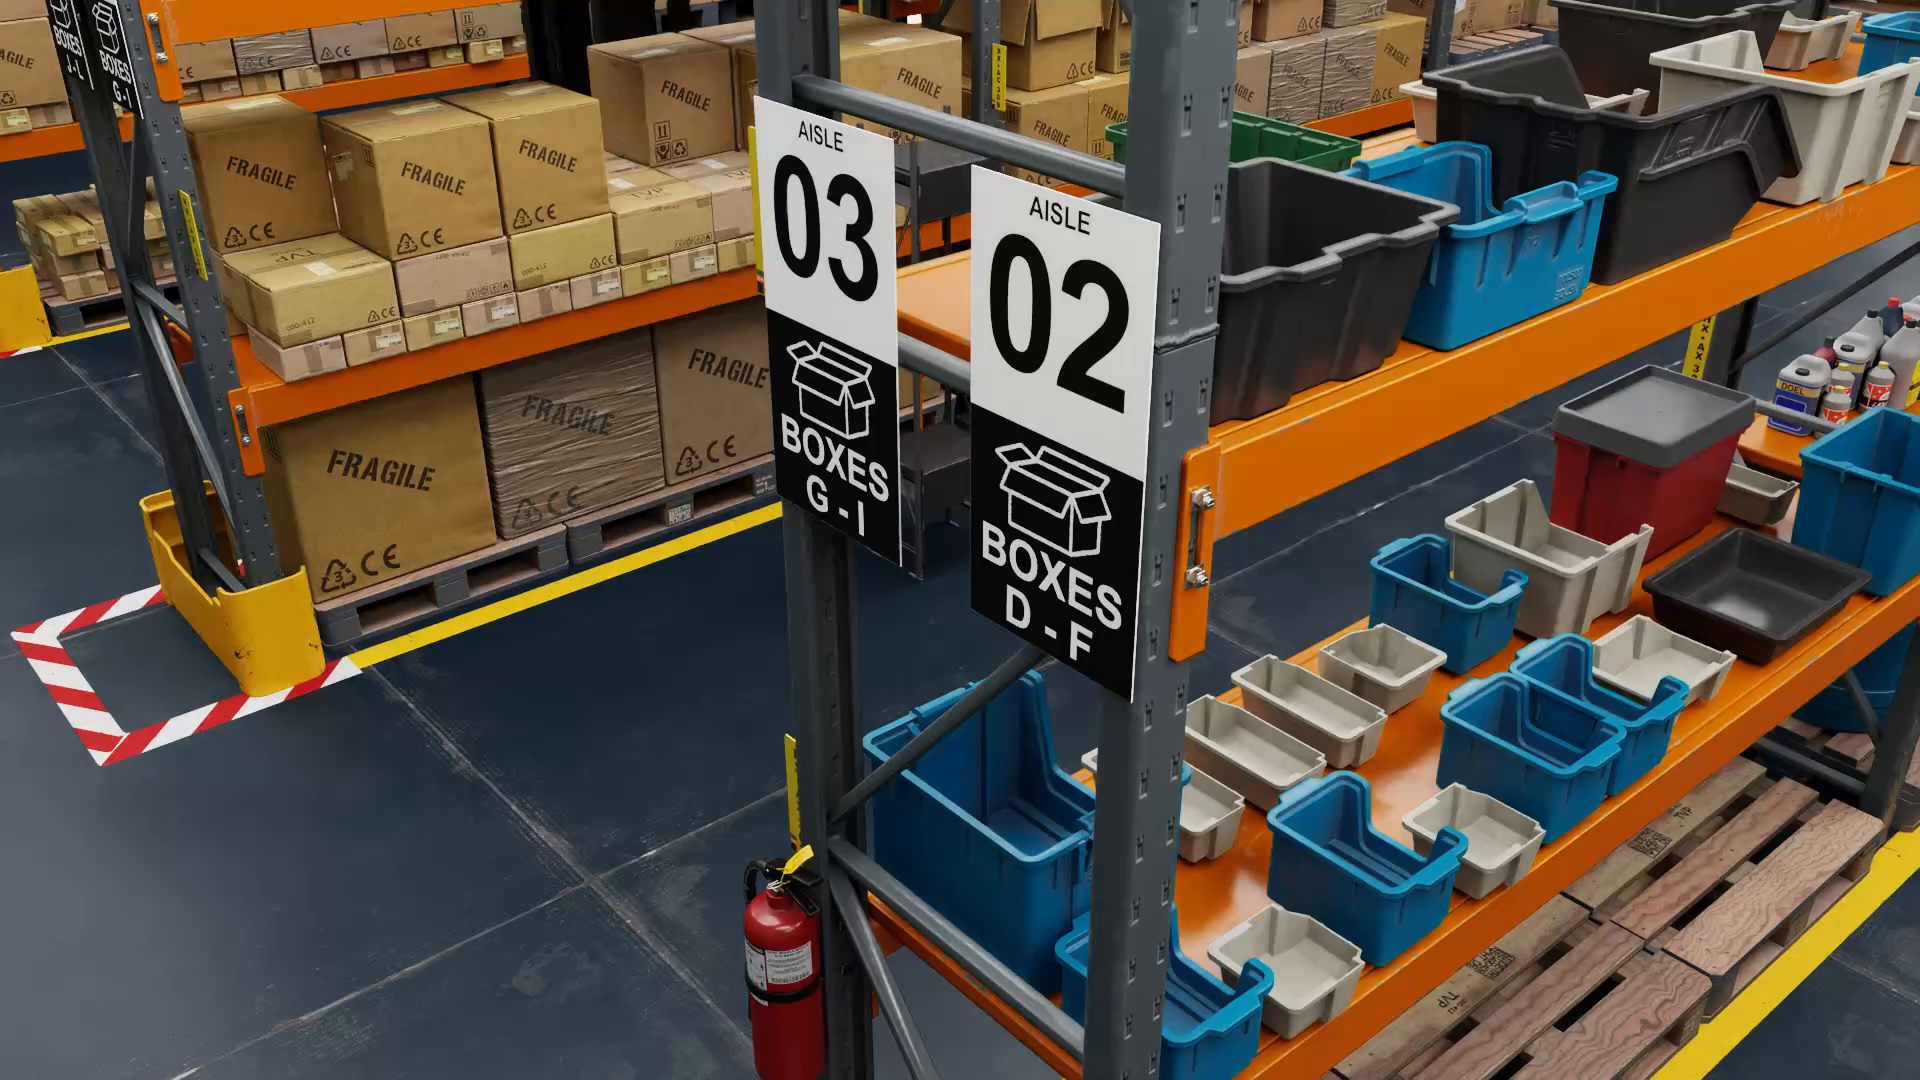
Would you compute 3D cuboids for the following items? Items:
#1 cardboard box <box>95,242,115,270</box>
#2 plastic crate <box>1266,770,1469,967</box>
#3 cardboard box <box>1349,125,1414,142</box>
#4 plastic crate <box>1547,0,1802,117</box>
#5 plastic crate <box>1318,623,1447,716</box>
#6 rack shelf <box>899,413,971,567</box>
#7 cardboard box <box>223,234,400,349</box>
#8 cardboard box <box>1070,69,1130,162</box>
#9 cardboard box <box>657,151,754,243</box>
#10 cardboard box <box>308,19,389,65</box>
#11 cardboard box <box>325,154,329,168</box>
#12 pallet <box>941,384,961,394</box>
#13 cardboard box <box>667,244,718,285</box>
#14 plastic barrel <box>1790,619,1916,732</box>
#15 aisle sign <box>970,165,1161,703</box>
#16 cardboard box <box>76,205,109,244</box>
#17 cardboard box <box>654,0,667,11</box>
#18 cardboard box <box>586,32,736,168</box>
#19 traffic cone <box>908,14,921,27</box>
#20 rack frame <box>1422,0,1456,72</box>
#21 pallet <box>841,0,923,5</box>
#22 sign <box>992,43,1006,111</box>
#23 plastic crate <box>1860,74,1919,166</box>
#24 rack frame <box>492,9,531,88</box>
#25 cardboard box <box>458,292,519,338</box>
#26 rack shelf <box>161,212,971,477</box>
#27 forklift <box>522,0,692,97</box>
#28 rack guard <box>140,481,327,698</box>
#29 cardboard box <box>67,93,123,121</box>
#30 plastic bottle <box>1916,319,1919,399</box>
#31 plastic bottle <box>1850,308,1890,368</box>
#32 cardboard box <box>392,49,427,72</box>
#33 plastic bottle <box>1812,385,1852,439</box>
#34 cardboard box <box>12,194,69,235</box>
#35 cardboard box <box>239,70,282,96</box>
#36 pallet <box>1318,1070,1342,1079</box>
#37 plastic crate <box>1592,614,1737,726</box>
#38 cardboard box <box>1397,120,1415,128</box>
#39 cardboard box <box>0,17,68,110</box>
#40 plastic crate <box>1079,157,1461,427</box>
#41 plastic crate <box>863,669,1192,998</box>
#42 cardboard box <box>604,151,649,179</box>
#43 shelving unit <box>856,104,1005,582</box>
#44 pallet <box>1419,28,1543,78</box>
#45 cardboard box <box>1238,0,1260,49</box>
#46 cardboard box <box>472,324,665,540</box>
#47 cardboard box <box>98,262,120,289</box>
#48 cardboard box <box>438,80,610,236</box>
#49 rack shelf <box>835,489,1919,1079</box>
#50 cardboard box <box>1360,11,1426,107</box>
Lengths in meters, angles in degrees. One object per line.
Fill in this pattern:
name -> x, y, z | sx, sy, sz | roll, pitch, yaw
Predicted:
cardboard box -> -5.538, -1.916, 10.916 | 0.250, 0.149, 0.380 | -22, 35, -35
plastic crate -> 0.911, 0.749, 3.780 | 0.300, 0.233, 0.416 | -22, 35, -35
cardboard box -> 2.342, -2.407, 11.381 | 0.875, 0.875, 1.225 | -24, 36, -37
plastic crate -> 1.929, -1.347, 4.544 | 0.590, 0.269, 0.497 | -22, 35, -35
plastic crate -> 1.151, 0.361, 4.608 | 0.250, 0.136, 0.298 | -22, 35, -35
rack shelf -> -0.126, -0.246, 7.997 | 0.480, 0.518, 0.431 | -22, 35, -35
cardboard box -> -2.666, -1.031, 6.839 | 0.500, 0.250, 0.500 | -23, 36, -36
cardboard box -> 0.731, -2.388, 9.431 | 0.500, 0.500, 0.500 | -22, 35, -35
cardboard box -> -1.109, -1.660, 8.017 | 0.500, 0.250, 0.500 | -21, 35, -34
cardboard box -> -4.265, -3.564, 11.316 | 0.500, 0.500, 0.500 | -22, 35, -35
cardboard box -> -4.694, -2.700, 12.068 | 0.250, 0.149, 0.380 | -24, 36, -37
pallet -> 0.375, -1.172, 10.220 | 1.213, 0.211, 1.003 | -22, 35, -35
cardboard box -> -1.354, -1.347, 7.854 | 0.250, 0.149, 0.380 | -21, 35, -34
plastic barrel -> 3.477, 0.217, 6.443 | 0.708, 0.901, 0.600 | -22, 35, -35
aisle sign -> 0.147, -0.158, 2.604 | 0.004, 0.787, 0.394 | -22, 35, -35
cardboard box -> -5.598, -2.081, 10.910 | 0.250, 0.149, 0.380 | -21, 35, -34
cardboard box -> -2.307, -4.141, 12.636 | 0.250, 0.149, 0.380 | -22, 35, -35
cardboard box -> -1.466, -2.171, 8.179 | 0.500, 0.500, 0.500 | -23, 36, -36
traffic cone -> -0.544, -6.140, 19.248 | 0.334, 0.463, 0.336 | -22, 35, -35
rack frame -> 2.880, -3.363, 11.360 | 0.127, 3.000, 1.000 | -22, 35, -35
pallet -> -0.735, -4.831, 14.312 | 1.003, 0.211, 1.213 | -22, 35, -35
sign -> 0.198, -2.357, 8.476 | 0.005, 0.325, 0.100 | -22, 35, -35
plastic crate -> 2.331, -1.044, 4.119 | 0.466, 0.136, 0.293 | -22, 35, -35
rack frame -> -3.305, -3.949, 12.456 | 0.127, 3.000, 1.000 | -22, 35, -35
cardboard box -> -2.135, -1.033, 7.266 | 0.250, 0.149, 0.380 | -23, 35, -36
rack shelf -> -1.684, -1.210, 8.095 | 4.000, 0.370, 1.077 | -22, 35, -35
forklift -> -1.728, -2.611, 10.025 | 3.031, 2.935, 1.130 | -24, 37, -38
rack guard -> -3.224, 0.194, 7.356 | 0.348, 0.500, 1.175 | -22, 35, -35
cardboard box -> -5.483, -2.751, 10.483 | 0.250, 0.149, 0.380 | -23, 36, -36
plastic bottle -> 3.773, -0.745, 6.514 | 0.185, 0.351, 0.144 | -22, 35, -35
plastic bottle -> 3.539, -0.740, 6.505 | 0.185, 0.351, 0.144 | -22, 35, -35
cardboard box -> -3.979, -3.434, 11.760 | 0.250, 0.149, 0.380 | -23, 36, -36
plastic bottle -> 3.237, -0.473, 6.163 | 0.097, 0.201, 0.097 | 0, 28, 0
cardboard box -> -6.110, -2.168, 11.072 | 0.250, 0.149, 0.380 | -21, 35, -34
cardboard box -> -4.735, -3.091, 11.118 | 0.250, 0.149, 0.380 | -20, 34, -33
pallet -> 0.661, 1.852, 4.561 | 1.213, 0.211, 1.003 | -22, 35, -35
plastic crate -> 1.922, 0.367, 4.597 | 0.466, 0.136, 0.293 | -22, 35, -35
cardboard box -> 3.370, -3.001, 12.072 | 0.500, 0.250, 0.500 | -20, 34, -33
cardboard box -> -5.827, -2.938, 10.144 | 0.500, 0.500, 0.500 | -20, 34, -33
plastic crate -> 0.483, -0.423, 2.815 | 0.590, 0.269, 0.497 | -22, 35, -35
plastic crate -> 0.142, 0.649, 3.752 | 0.499, 0.435, 0.616 | -22, 35, -35
cardboard box -> -1.843, -1.696, 8.084 | 0.500, 0.250, 0.500 | -22, 35, -35
shelving unit -> -0.126, -0.875, 7.660 | 0.503, 2.100, 0.431 | -22, 35, -35
pallet -> 3.353, -3.534, 11.885 | 1.003, 0.211, 1.213 | -22, 35, -35
cardboard box -> 1.310, -3.226, 9.933 | 0.637, 0.503, 0.797 | -21, 34, -33
cardboard box -> -2.079, -0.666, 8.123 | 0.875, 0.875, 0.875 | -22, 35, -35
cardboard box -> -5.596, -1.808, 11.029 | 0.250, 0.149, 0.380 | -22, 35, -35
cardboard box -> -1.895, -1.675, 7.250 | 0.500, 0.500, 0.500 | -23, 36, -36
rack shelf -> 1.530, 0.566, 4.772 | 4.000, 0.370, 1.077 | -22, 35, -35
cardboard box -> 2.665, -3.167, 10.888 | 0.500, 0.500, 0.500 | -21, 34, -33
